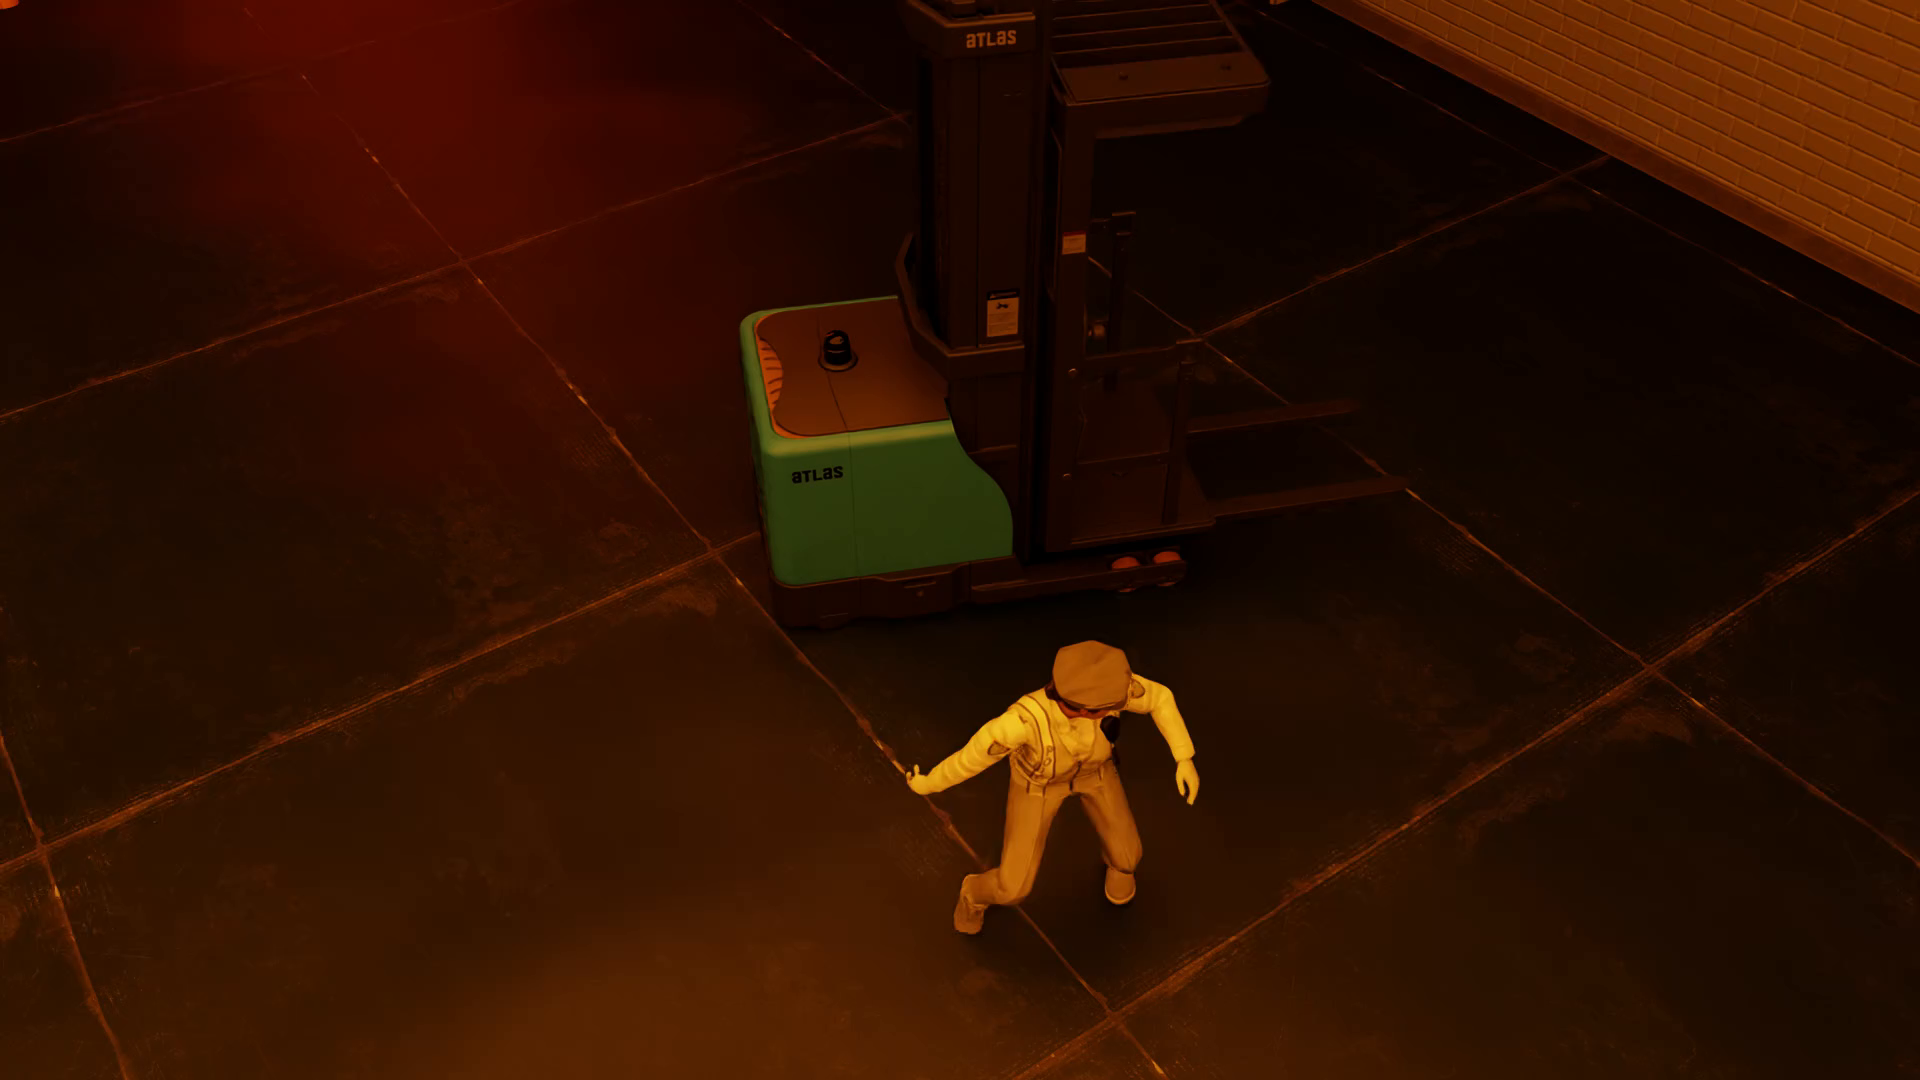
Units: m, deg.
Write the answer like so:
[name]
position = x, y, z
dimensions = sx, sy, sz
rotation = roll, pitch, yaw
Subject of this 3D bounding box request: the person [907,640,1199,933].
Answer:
[person]
position = 0.322, 0.905, 5.849
dimensions = 0.942, 1.576, 0.500
rotation = -12, 44, -13

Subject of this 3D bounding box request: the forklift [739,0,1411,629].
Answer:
[forklift]
position = 0.573, -1.183, 6.999
dimensions = 3.031, 2.935, 1.130
rotation = -8, 43, -8
